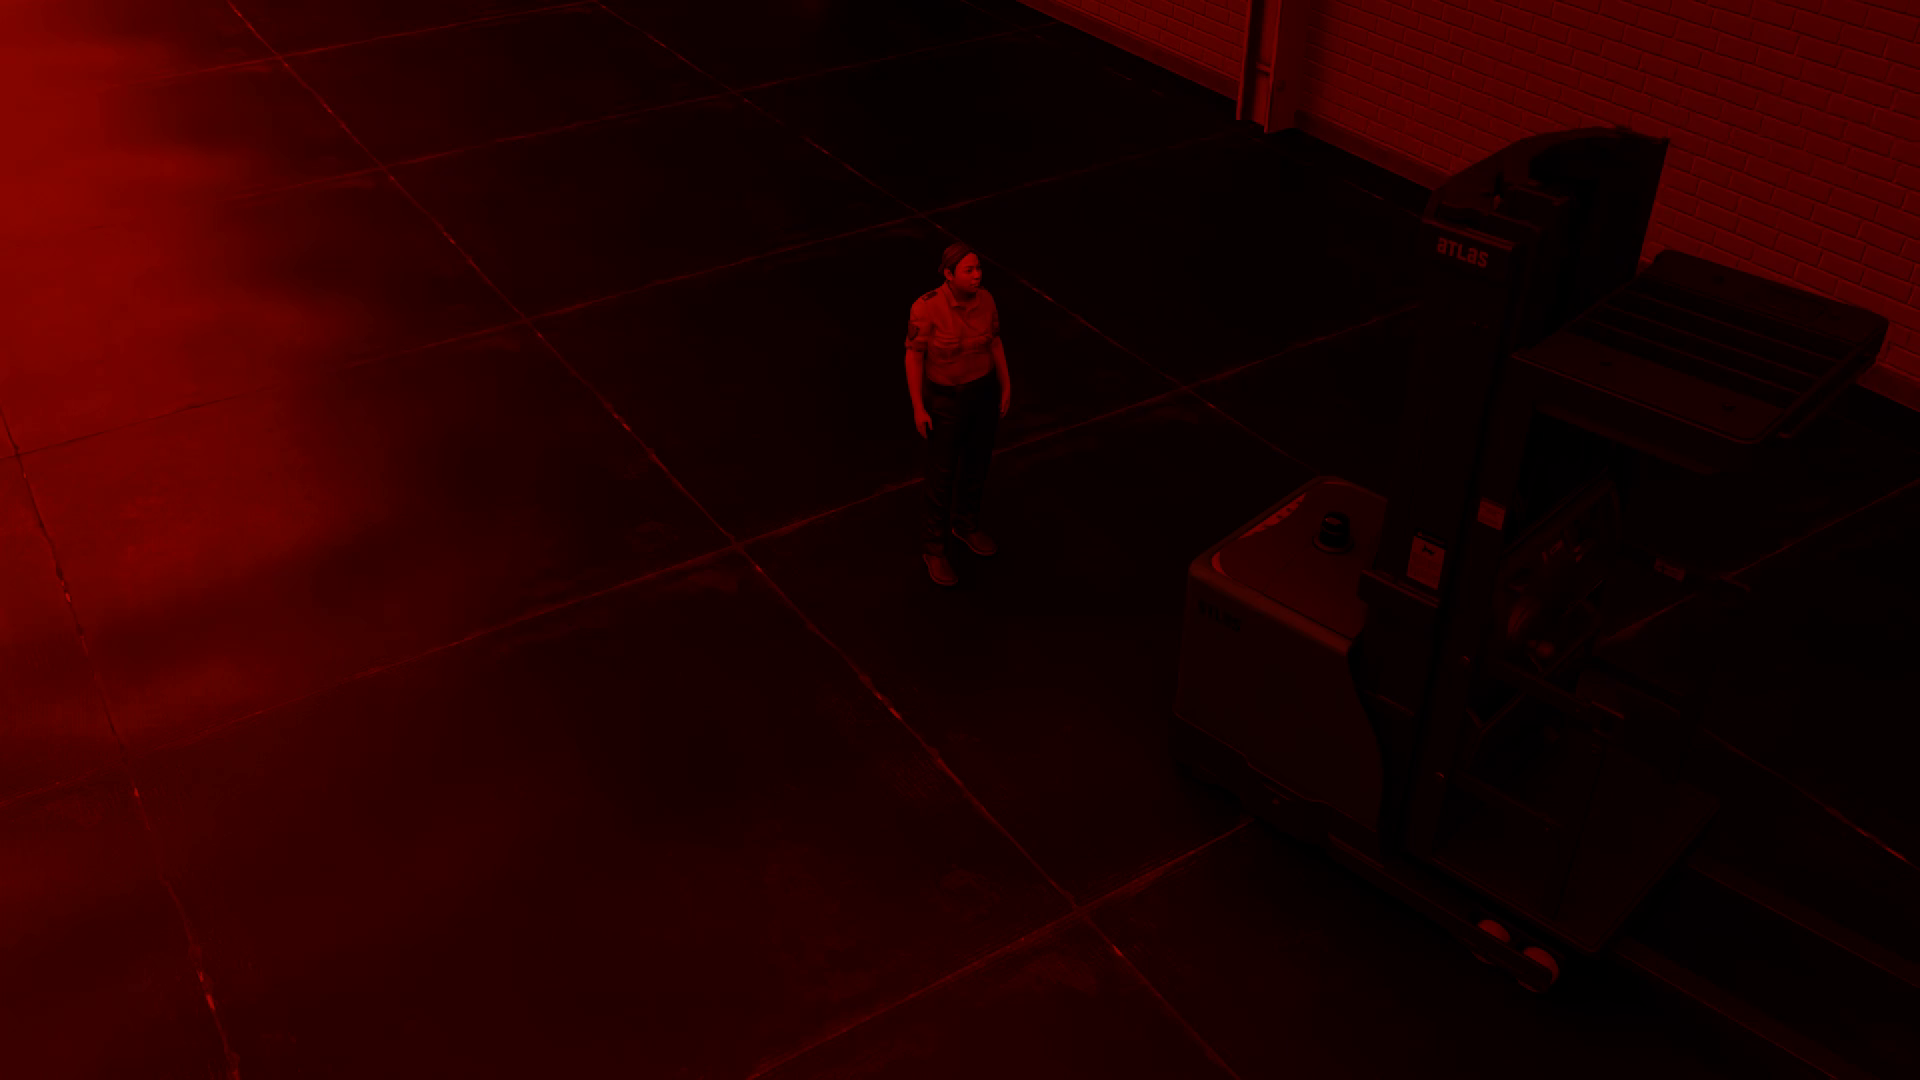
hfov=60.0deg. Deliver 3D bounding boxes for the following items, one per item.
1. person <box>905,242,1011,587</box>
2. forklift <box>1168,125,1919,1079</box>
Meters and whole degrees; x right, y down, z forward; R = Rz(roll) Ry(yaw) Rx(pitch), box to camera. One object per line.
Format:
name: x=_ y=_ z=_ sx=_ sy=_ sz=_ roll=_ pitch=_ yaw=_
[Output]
person: x=0.030 y=-0.631 z=8.147 sx=0.598 sy=1.651 sz=0.503 roll=-21 pitch=40 yaw=-27
forklift: x=2.315 y=0.163 z=5.915 sx=3.031 sy=2.935 sz=1.130 roll=29 pitch=44 yaw=35
